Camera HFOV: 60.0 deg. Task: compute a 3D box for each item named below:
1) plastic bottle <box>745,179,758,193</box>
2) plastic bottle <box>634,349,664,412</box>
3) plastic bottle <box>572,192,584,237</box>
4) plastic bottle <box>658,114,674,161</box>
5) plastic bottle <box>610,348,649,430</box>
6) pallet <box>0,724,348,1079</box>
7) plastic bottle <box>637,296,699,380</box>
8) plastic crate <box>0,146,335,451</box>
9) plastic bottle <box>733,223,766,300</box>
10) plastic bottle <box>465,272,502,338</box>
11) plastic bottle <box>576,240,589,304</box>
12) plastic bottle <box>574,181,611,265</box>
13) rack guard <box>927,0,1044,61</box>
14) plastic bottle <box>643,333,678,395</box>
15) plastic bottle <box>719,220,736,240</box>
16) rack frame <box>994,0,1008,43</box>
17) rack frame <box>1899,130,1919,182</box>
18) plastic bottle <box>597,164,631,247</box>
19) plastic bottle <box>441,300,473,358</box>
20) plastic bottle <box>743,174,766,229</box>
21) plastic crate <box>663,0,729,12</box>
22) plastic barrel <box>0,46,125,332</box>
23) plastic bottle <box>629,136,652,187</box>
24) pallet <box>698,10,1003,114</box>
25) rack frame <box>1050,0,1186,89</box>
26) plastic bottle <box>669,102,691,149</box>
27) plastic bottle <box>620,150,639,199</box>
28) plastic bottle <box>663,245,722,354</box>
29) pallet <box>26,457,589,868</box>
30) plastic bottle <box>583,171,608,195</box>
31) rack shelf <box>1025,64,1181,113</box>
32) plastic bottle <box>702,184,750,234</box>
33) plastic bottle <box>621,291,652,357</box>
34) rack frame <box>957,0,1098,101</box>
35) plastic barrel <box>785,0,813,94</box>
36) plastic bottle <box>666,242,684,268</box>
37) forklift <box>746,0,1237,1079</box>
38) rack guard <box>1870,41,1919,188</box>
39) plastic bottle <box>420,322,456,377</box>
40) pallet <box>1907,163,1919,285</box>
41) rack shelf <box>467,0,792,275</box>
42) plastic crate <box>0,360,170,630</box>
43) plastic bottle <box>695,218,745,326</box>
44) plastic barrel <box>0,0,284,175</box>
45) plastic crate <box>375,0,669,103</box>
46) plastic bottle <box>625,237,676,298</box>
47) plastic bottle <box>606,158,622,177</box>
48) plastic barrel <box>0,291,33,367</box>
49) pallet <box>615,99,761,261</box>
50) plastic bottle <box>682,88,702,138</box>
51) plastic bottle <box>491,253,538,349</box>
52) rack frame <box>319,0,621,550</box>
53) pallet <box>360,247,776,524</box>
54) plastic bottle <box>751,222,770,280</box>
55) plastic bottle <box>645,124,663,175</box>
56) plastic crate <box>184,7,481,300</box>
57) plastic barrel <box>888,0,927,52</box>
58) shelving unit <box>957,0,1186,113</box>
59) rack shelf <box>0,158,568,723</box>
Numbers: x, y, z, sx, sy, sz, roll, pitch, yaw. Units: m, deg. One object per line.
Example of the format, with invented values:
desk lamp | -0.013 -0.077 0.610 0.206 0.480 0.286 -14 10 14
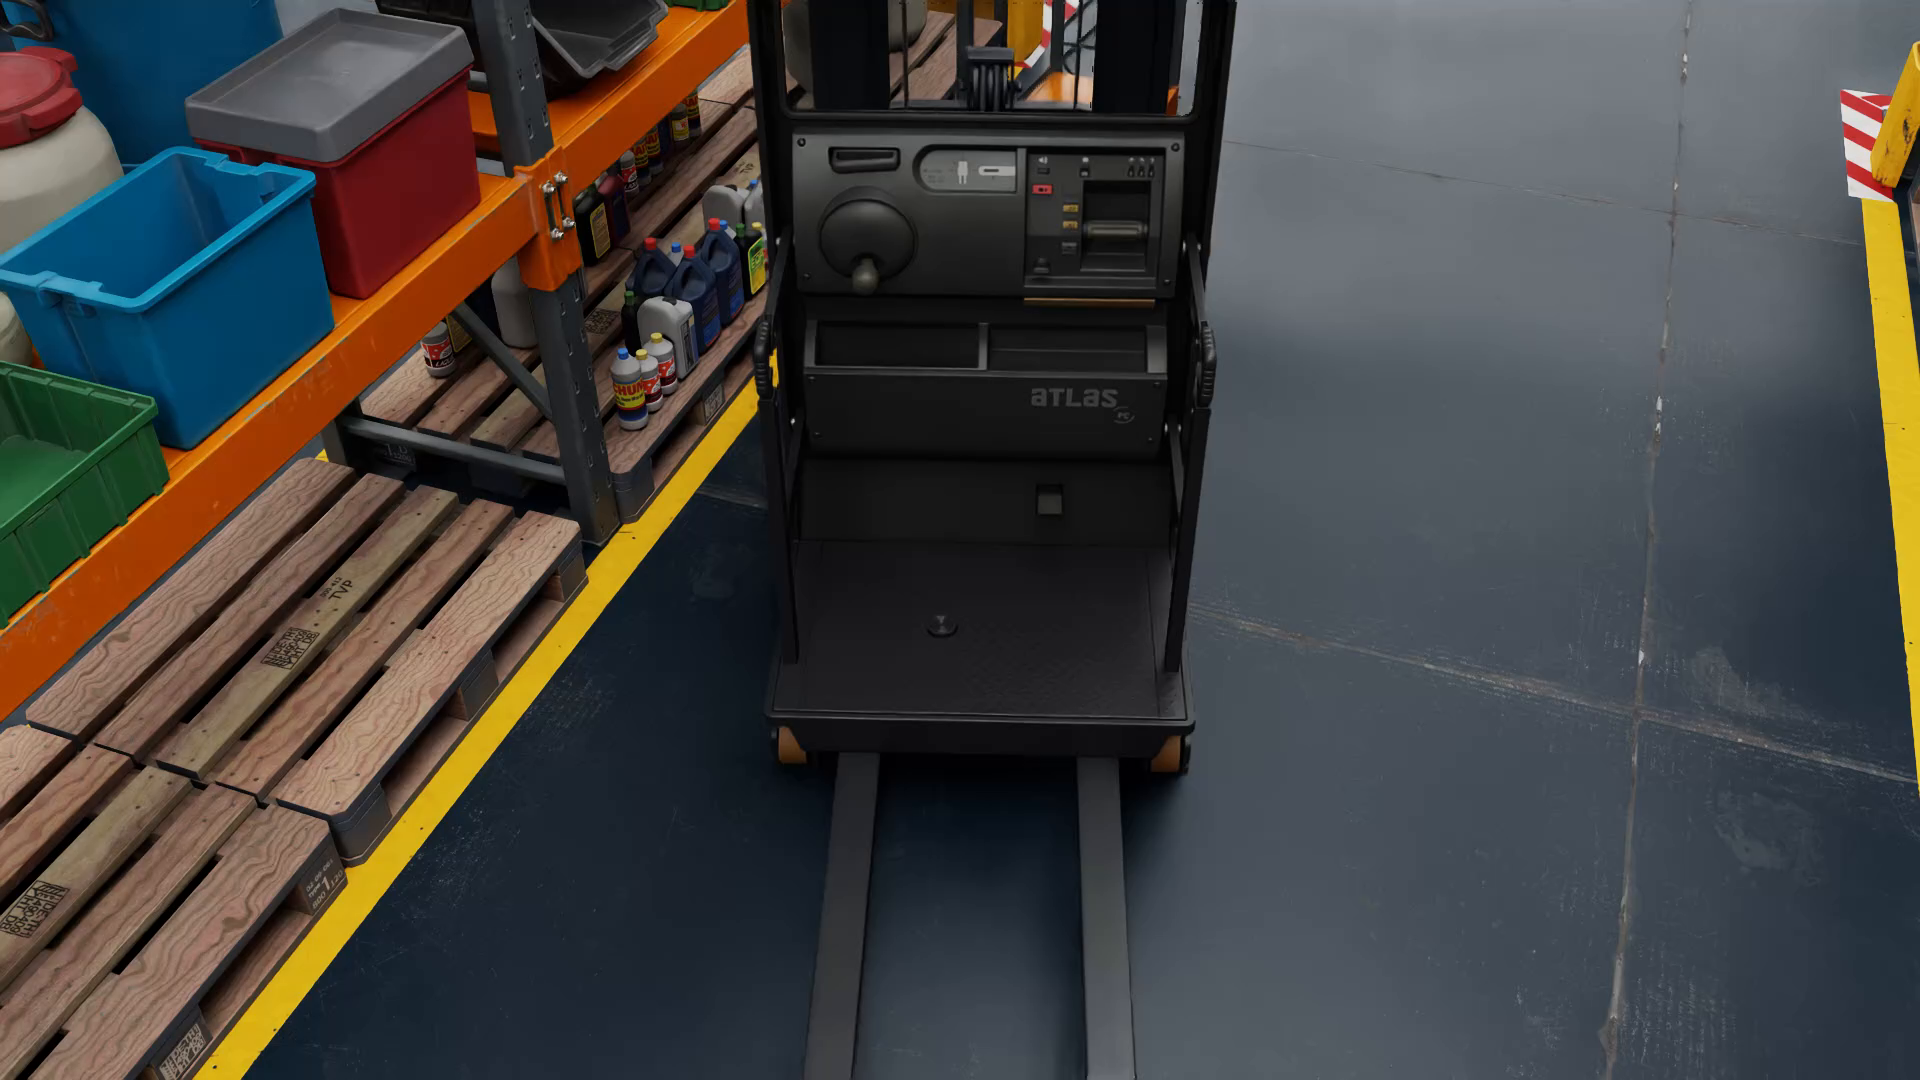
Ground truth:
plastic bottle | -0.761 -1.251 6.222 0.097 0.201 0.097 0 40 0
plastic bottle | -1.017 -0.522 5.368 0.097 0.201 0.097 0 40 0
plastic bottle | -1.447 -1.191 6.036 0.144 0.351 0.185 13 42 15
plastic bottle | -1.212 -1.663 6.642 0.061 0.283 0.133 14 42 16
plastic bottle | -1.051 -0.487 5.272 0.097 0.271 0.097 0 40 0
pallet | -2.220 1.035 3.874 1.003 0.211 1.213 13 42 15
plastic bottle | -0.967 -0.692 5.509 0.152 0.276 0.135 15 43 17
plastic crate | -1.657 -0.512 3.552 0.392 0.384 0.575 13 42 15
plastic bottle | -0.746 -1.001 5.866 0.061 0.283 0.133 15 43 17
plastic bottle | -1.623 -0.877 5.668 0.144 0.351 0.185 12 42 14
plastic bottle | -1.410 -0.948 5.809 0.152 0.276 0.135 13 42 15
plastic bottle | -1.342 -1.158 6.050 0.061 0.283 0.133 13 42 15
rack guard | -0.186 -2.692 8.020 1.175 0.500 0.348 13 42 15
plastic bottle | -0.982 -0.584 5.441 0.097 0.201 0.097 0 40 0
plastic bottle | -0.827 -1.003 5.878 0.097 0.271 0.097 0 40 0
rack frame | -0.204 -3.700 7.276 1.000 3.000 0.127 13 42 15
rack frame | 4.449 -2.598 5.984 1.000 3.000 0.127 13 42 15
plastic bottle | -1.287 -1.240 6.146 0.061 0.283 0.133 13 42 15
plastic bottle | -1.718 -0.761 5.585 0.061 0.283 0.133 15 43 17
plastic bottle | -0.696 -1.194 6.041 0.144 0.351 0.185 13 42 15
plastic crate | -0.843 -1.945 5.382 0.450 0.188 0.662 13 42 15
plastic barrel | -2.106 -0.777 3.745 0.433 0.535 0.433 0 40 0
plastic bottle | -1.269 -1.523 6.487 0.097 0.271 0.097 0 40 0
pallet | -0.469 -2.088 7.535 1.003 0.211 1.213 13 42 15
rack frame | 0.583 -1.837 6.247 0.500 1.500 0.032 14 42 15
plastic bottle | -1.153 -1.703 6.752 0.097 0.201 0.097 0 40 0
plastic bottle | -1.303 -1.436 6.439 0.097 0.201 0.097 0 40 0
plastic bottle | -0.906 -0.820 5.602 0.144 0.351 0.185 14 43 16
pallet | -1.804 0.288 4.750 1.003 0.211 1.213 13 42 15
plastic bottle | -1.388 -1.260 6.176 0.152 0.276 0.135 14 42 16
rack shelf | 0.406 -1.391 6.002 0.538 0.185 1.000 14 42 15
plastic bottle | -0.844 -1.184 6.086 0.152 0.276 0.135 13 42 15
plastic bottle | -1.067 -0.718 5.534 0.061 0.283 0.133 13 42 15
rack frame | 0.228 -1.218 5.522 0.500 1.500 0.032 14 42 15
plastic barrel | -0.529 -2.189 7.098 0.421 0.512 0.421 0 40 0
plastic bottle | -0.970 -0.905 5.763 0.097 0.271 0.097 0 40 0
forklift | 0.061 -0.698 3.810 1.130 2.935 3.031 1 40 1
rack guard | 4.457 -1.662 6.813 1.175 0.500 0.348 13 42 15
plastic bottle | -1.741 -0.653 5.522 0.097 0.201 0.097 0 40 0
pallet | 4.227 -1.062 6.332 1.003 0.211 1.213 13 42 15
rack shelf | -0.888 -2.206 6.079 1.077 0.370 4.000 13 42 15
plastic crate | -1.903 -0.055 3.166 0.450 0.188 0.662 13 42 15
plastic bottle | -0.842 -0.935 5.737 0.144 0.351 0.185 12 42 13
plastic barrel | -1.989 -1.282 4.056 0.600 0.901 0.708 13 42 15
plastic crate | -1.274 -1.528 4.777 0.767 0.338 0.504 13 42 15
plastic bottle | -1.042 -0.852 5.640 0.144 0.351 0.185 13 42 15
plastic bottle | -1.338 -1.399 6.342 0.097 0.271 0.097 0 40 0
plastic barrel | -2.169 -0.434 3.555 0.301 0.262 0.301 0 40 0
pallet | -0.888 -1.346 6.665 1.003 0.211 1.213 13 42 15
plastic bottle | -1.117 -1.793 6.803 0.097 0.271 0.097 0 40 0
plastic bottle | -1.487 -0.845 5.631 0.144 0.351 0.185 13 42 15
rack frame | -1.572 -1.260 4.416 1.000 3.000 0.127 13 42 15
pallet | -1.303 -0.600 5.790 1.003 0.211 1.213 13 42 15
plastic bottle | -0.723 -1.046 5.982 0.097 0.201 0.097 0 40 0
plastic bottle | -1.235 -1.584 6.558 0.097 0.271 0.097 0 40 0
plastic crate | -1.450 -0.921 3.969 0.402 0.464 0.583 13 42 15
plastic barrel | -0.358 -2.495 7.456 0.421 0.512 0.421 0 40 0
shelving unit | 0.403 -1.522 5.878 0.587 1.500 1.083 14 42 15
rack shelf | -2.256 0.233 3.220 1.077 0.370 4.000 13 42 15
